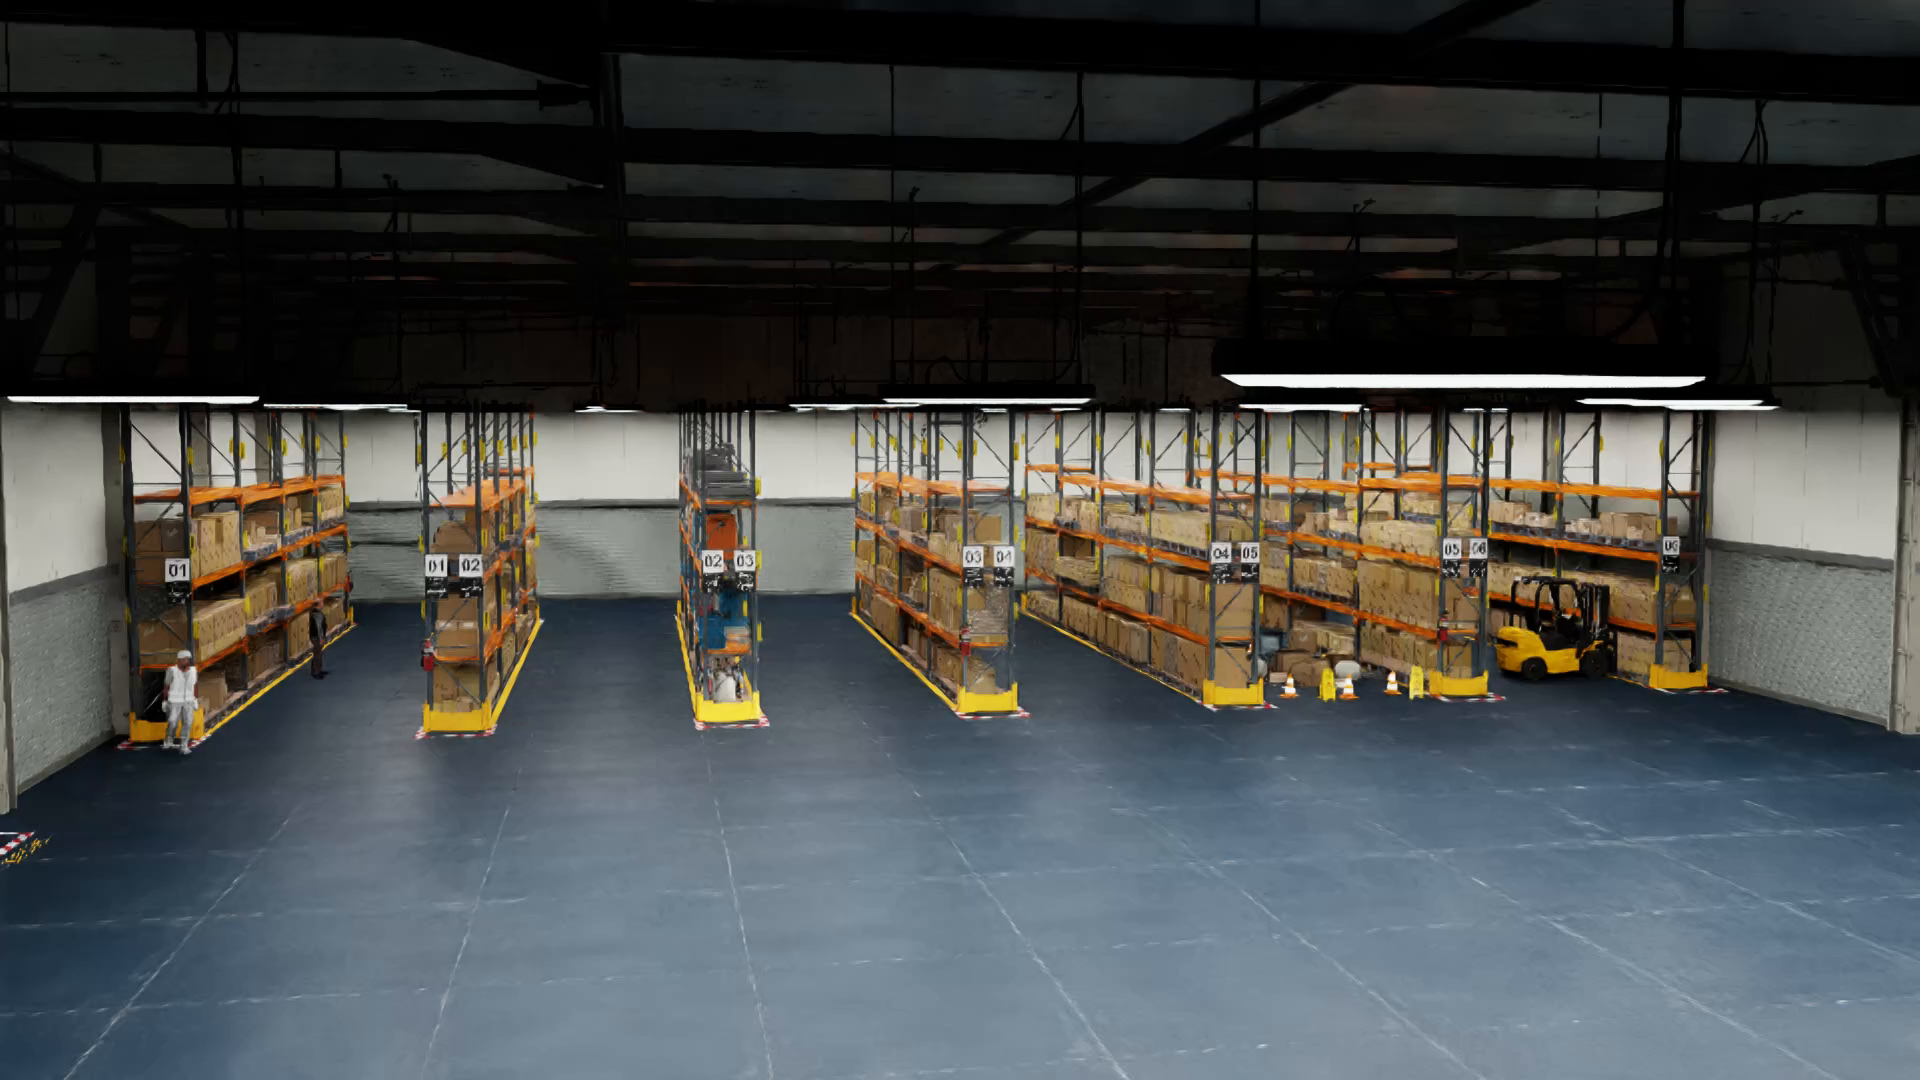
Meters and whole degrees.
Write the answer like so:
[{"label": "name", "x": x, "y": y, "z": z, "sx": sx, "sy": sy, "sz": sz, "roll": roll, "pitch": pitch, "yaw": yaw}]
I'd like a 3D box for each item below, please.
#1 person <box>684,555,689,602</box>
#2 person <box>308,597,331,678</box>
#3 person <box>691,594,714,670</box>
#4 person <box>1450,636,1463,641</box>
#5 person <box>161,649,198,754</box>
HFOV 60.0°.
[{"label": "person", "x": -8.034, "y": 1.199, "z": 49.735, "sx": 0.452, "sy": 1.532, "sz": 0.876, "roll": 1, "pitch": 4, "yaw": 11}, {"label": "person", "x": -13.953, "y": 2.110, "z": 36.261, "sx": 0.463, "sy": 1.731, "sz": 0.598, "roll": -3, "pitch": 5, "yaw": -31}, {"label": "person", "x": -5.569, "y": 1.980, "z": 35.953, "sx": 0.464, "sy": 1.667, "sz": 0.534, "roll": -1, "pitch": 5, "yaw": -18}, {"label": "person", "x": 11.476, "y": 1.912, "z": 38.587, "sx": 0.576, "sy": 1.768, "sz": 0.626, "roll": 2, "pitch": 5, "yaw": 20}, {"label": "person", "x": -13.184, "y": 2.722, "z": 28.085, "sx": 0.573, "sy": 1.773, "sz": 0.600, "roll": 4, "pitch": 6, "yaw": 43}]
